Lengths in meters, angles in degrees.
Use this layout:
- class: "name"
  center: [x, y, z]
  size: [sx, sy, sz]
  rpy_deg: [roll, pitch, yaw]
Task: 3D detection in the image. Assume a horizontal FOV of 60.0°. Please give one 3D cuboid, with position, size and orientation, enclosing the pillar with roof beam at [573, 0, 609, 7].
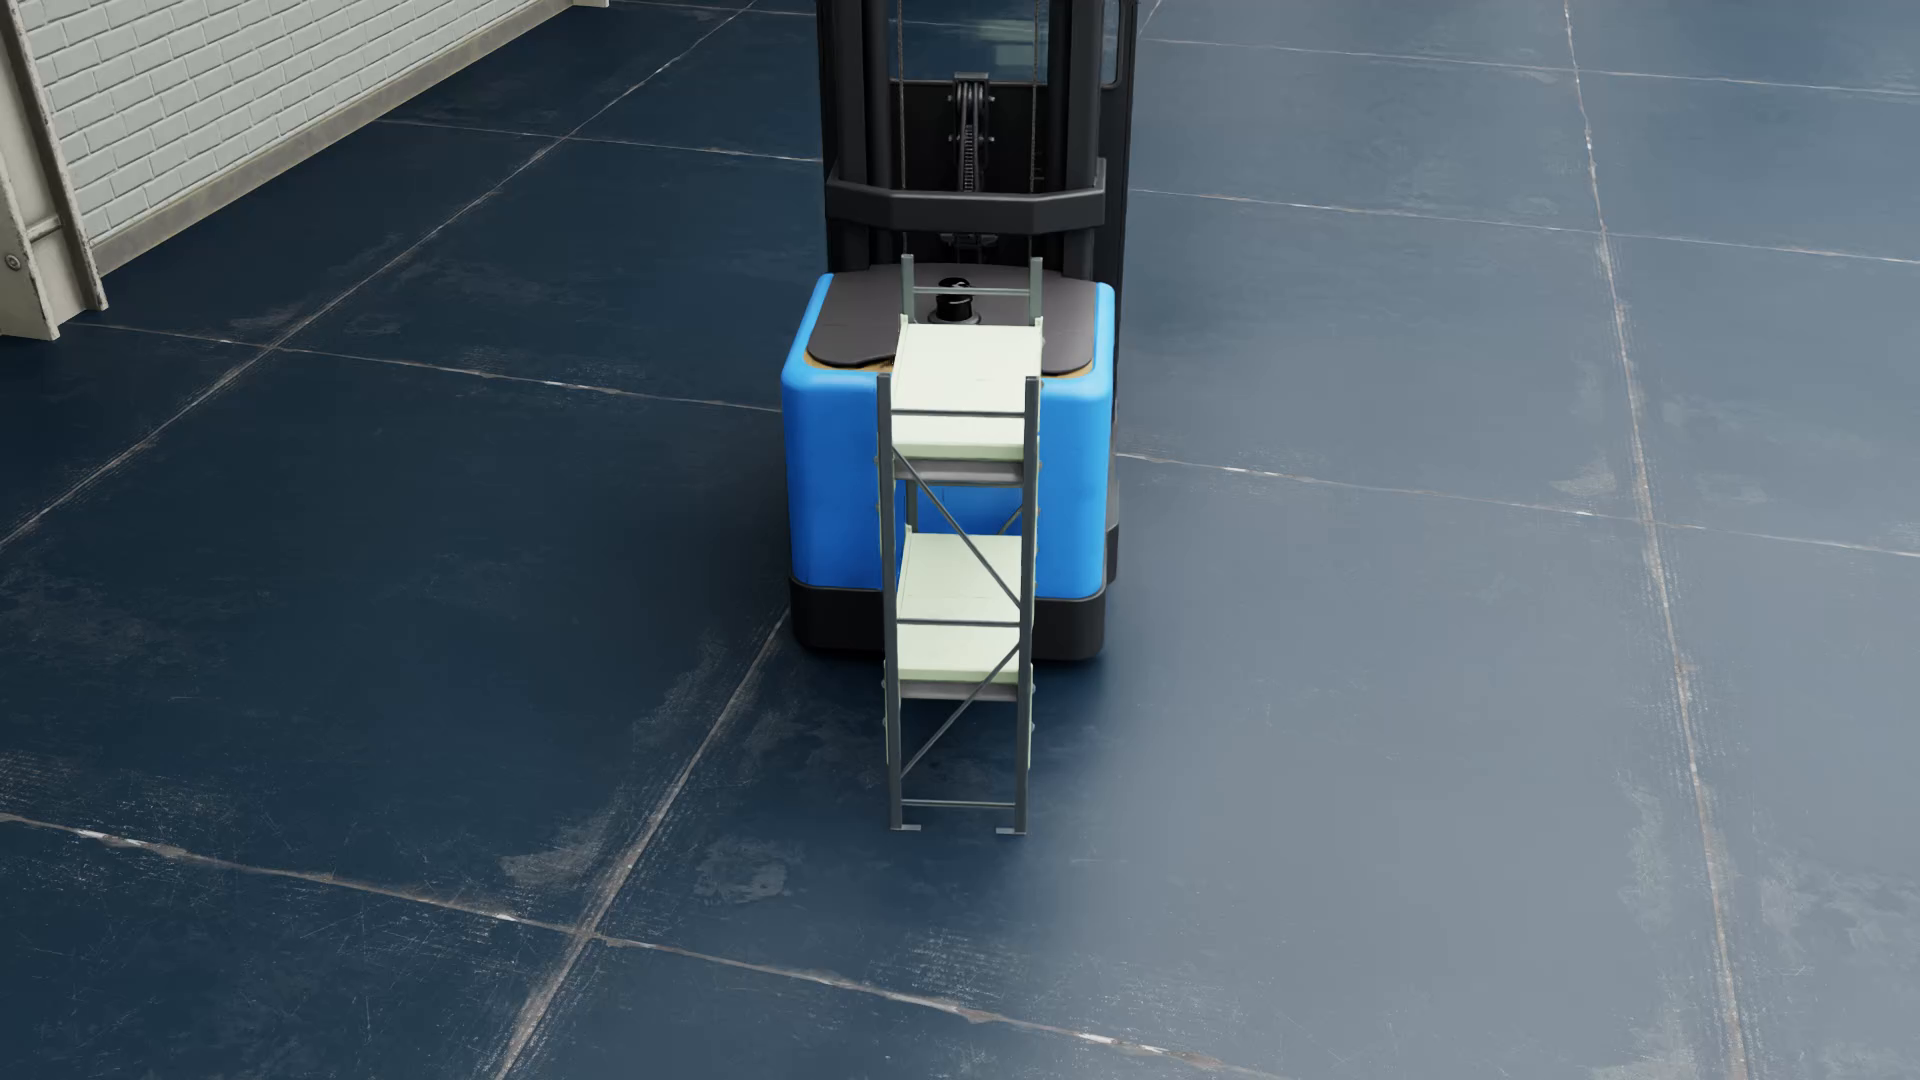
- class: "pillar with roof beam"
  center: [1.384, -7.372, 9.459]
  size: [9.100, 9.000, 0.400]
  rpy_deg: [8, 33, 12]

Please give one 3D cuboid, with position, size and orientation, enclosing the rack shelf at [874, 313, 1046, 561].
- class: "rack shelf"
  center: [0.014, -0.299, 4.590]
  size: [0.431, 0.370, 0.720]
  rpy_deg: [2, 33, 3]

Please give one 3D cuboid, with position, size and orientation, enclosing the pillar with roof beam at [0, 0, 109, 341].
- class: "pillar with roof beam"
  center: [-0.138, -4.259, 4.561]
  size: [9.100, 9.000, 0.400]
  rpy_deg: [8, 33, 12]

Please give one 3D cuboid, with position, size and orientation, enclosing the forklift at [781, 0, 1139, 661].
- class: "forklift"
  center: [0.079, -1.606, 6.044]
  size: [1.130, 2.935, 3.031]
  rpy_deg: [3, 33, 4]

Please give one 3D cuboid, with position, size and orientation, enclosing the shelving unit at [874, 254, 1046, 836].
- class: "shelving unit"
  center: [0.014, 0.029, 4.801]
  size: [0.431, 1.500, 0.755]
  rpy_deg: [2, 33, 3]

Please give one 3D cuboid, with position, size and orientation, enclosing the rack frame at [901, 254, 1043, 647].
- class: "rack frame"
  center: [0.034, -0.169, 5.109]
  size: [0.400, 1.500, 0.023]
  rpy_deg: [2, 33, 3]

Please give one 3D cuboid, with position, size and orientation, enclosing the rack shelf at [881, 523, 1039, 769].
- class: "rack shelf"
  center: [0.014, 0.303, 4.978]
  size: [0.431, 0.370, 0.720]
  rpy_deg: [2, 33, 3]

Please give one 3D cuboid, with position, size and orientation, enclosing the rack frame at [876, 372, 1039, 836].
- class: "rack frame"
  center: [-0.006, 0.227, 4.494]
  size: [0.400, 1.500, 0.023]
  rpy_deg: [2, 33, 3]
